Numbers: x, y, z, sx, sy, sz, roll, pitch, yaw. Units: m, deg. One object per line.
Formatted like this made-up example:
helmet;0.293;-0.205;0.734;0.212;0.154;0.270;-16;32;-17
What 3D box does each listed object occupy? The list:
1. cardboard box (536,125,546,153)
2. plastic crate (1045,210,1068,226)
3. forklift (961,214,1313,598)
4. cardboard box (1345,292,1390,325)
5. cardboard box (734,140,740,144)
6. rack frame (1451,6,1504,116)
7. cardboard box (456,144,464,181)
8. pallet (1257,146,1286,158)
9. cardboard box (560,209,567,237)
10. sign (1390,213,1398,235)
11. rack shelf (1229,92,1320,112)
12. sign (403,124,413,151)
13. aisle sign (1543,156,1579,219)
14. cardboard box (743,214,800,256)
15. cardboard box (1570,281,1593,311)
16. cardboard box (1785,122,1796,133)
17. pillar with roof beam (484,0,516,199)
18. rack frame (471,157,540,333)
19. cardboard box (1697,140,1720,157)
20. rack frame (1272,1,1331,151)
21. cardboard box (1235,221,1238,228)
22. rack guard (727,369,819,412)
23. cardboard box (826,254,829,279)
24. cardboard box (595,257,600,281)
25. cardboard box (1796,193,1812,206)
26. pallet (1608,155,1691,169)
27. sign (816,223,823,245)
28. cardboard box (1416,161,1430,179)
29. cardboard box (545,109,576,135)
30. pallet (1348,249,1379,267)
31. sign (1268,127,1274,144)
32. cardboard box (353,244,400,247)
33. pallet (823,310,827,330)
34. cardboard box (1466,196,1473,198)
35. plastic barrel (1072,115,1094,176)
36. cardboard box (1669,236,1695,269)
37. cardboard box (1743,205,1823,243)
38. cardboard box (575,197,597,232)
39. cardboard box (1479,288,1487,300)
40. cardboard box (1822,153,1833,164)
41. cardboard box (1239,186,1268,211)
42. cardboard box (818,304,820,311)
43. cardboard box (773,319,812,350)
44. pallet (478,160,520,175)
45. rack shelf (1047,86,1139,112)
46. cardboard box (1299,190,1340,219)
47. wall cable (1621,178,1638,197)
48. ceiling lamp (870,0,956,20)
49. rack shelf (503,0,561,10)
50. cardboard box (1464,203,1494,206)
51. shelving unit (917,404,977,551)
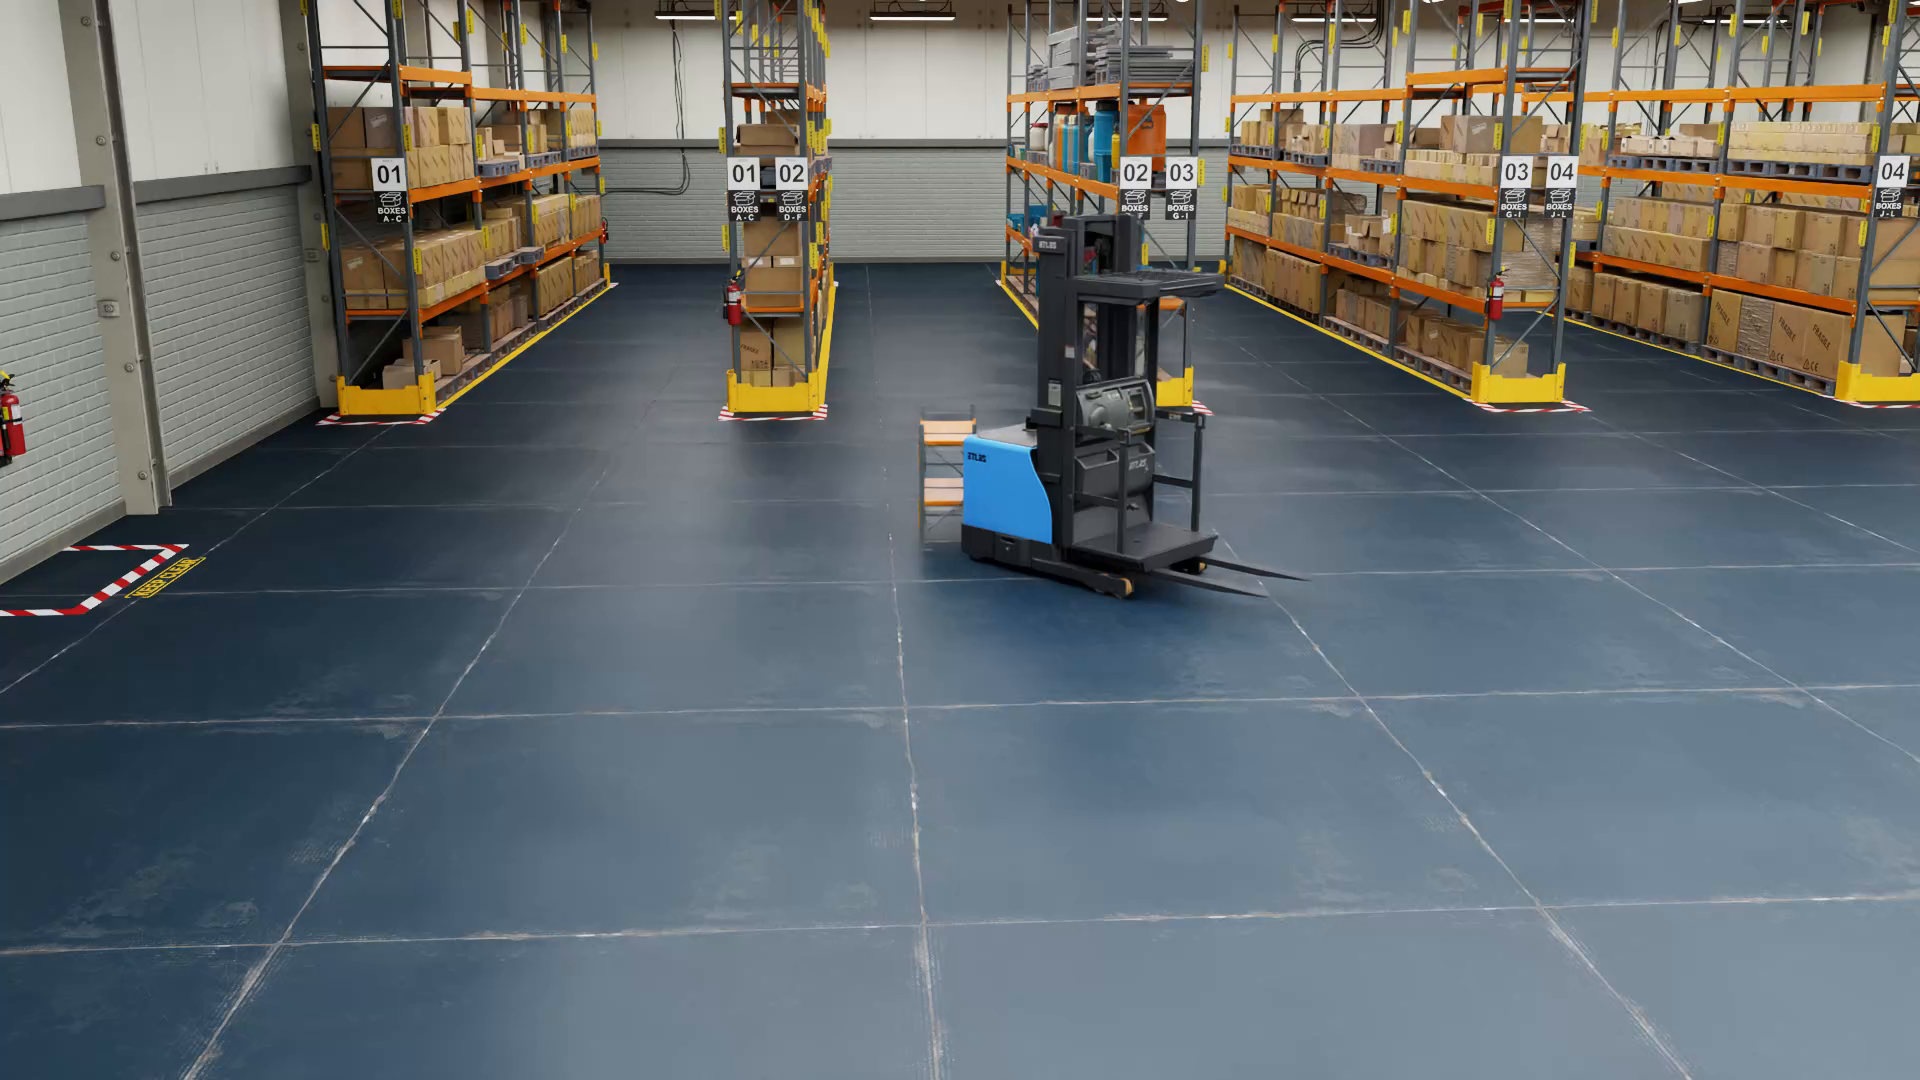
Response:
cardboard box;-8.063;-7.420;30.744;0.700;0.500;0.500;-1;14;-4
plastic crate;1.976;-6.503;34.033;0.402;0.464;0.583;-1;14;-3
forklift;1.426;-1.101;13.425;3.031;2.935;1.130;13;20;42
cardboard box;7.080;-3.997;28.676;0.700;0.500;0.500;-2;15;-8
cardboard box;-2.789;-5.259;22.480;0.500;0.311;0.500;1;14;3
rack frame;11.433;-10.245;36.787;1.000;3.000;0.127;-1;14;-3
cardboard box;-7.315;-5.338;23.492;0.500;0.500;0.500;-2;15;-8
pallet;6.684;-7.907;33.897;1.003;0.211;1.213;-1;14;-3
cardboard box;-7.786;-6.029;31.601;0.500;0.500;0.500;-1;14;-3
sign;6.666;-4.855;25.554;0.100;0.325;0.005;-1;14;-3
rack shelf;6.600;-9.154;34.793;1.077;0.370;4.000;-1;14;-3
sign;-6.822;-4.964;20.527;0.100;0.325;0.005;-1;14;-3
aisle sign;7.771;-4.558;21.503;0.394;0.787;0.004;-1;14;-3
cardboard box;-2.439;-3.963;21.607;0.700;0.500;0.500;-1;14;-3
cardboard box;11.627;-4.503;30.681;0.500;0.500;0.500;-1;14;-4
cardboard box;11.954;-5.850;23.586;0.380;0.149;0.250;-1;14;-4
pillar with roof beam;-4.717;-9.197;32.712;9.100;9.000;0.400;-1;14;-3
rack frame;-7.860;-5.070;28.710;1.000;3.000;0.127;-1;14;-3
cardboard box;11.973;-6.161;26.188;0.500;0.250;0.500;-1;14;-3
rack frame;6.724;-9.199;32.720;1.000;3.000;0.127;-1;14;-3
cardboard box;6.220;-6.881;36.255;0.380;0.149;0.250;-1;14;-4
rack guard;-2.418;-1.941;21.566;1.175;0.500;0.348;-1;14;-3
cardboard box;-3.132;-6.008;36.489;0.500;0.500;0.500;-1;14;-3
cardboard box;-8.212;-5.879;36.031;0.700;0.500;0.500;-1;14;-3
cardboard box;16.481;-6.486;32.008;0.500;0.500;0.500;-1;14;-4
pallet;12.021;-6.552;28.832;1.213;0.211;1.003;0;14;-1
sign;-2.114;-4.619;25.061;0.100;0.325;0.005;-1;14;-3
cardboard box;7.030;-5.437;24.418;0.500;0.250;0.500;-1;14;-4
cardboard box;-7.872;-8.241;32.769;0.500;0.500;0.500;-1;14;-4
pallet;7.135;-4.714;27.714;1.003;0.211;1.213;-1;14;-3
sign;6.170;-8.026;32.985;0.100;0.325;0.005;-1;14;-3
cardboard box;-7.627;-3.619;21.830;0.500;0.500;0.500;-1;14;-3
pallet;-2.924;-3.983;30.082;1.003;0.211;1.213;-1;14;-3
cardboard box;11.243;-7.646;35.919;0.500;0.500;0.500;-1;14;-5
plastic barrel;2.028;-6.046;25.480;0.600;0.901;0.708;-1;14;-3
cardboard box;11.846;-4.655;26.899;0.500;0.500;0.500;-1;14;-4
cardboard box;12.315;-4.724;24.898;0.875;0.550;0.550;-1;14;-3
cardboard box;-8.257;-6.897;35.210;0.980;0.700;0.700;-1;14;-4
cardboard box;7.229;-3.318;22.405;0.380;0.149;0.250;-1;14;-3
cardboard box;12.019;-5.210;22.699;0.380;0.149;0.250;-1;14;-3
cardboard box;6.306;-7.346;35.758;0.500;0.500;0.500;-1;14;-5
cardboard box;-2.504;-3.655;26.763;0.500;0.311;0.500;-1;14;-5
cardboard box;-2.308;-2.778;22.972;0.500;0.500;0.500;-1;14;-3
pallet;-7.611;-5.850;26.098;1.213;0.211;1.003;-1;14;-3
rack shelf;2.152;-7.088;26.763;1.077;0.370;4.000;-1;14;-3
cardboard box;6.857;-6.344;31.450;0.797;0.503;0.637;0;14;-2
wall cable;17.409;-9.360;43.348;0.588;1.984;0.122;-1;14;-3
ceiling lamp;-1.080;-13.574;38.009;2.000;3.185;0.800;-1;14;-3
rack shelf;-7.983;-9.733;29.571;1.077;0.370;4.000;-1;14;-3
cardboard box;7.585;-4.624;24.176;0.500;0.500;0.500;-1;14;-3
shelving unit;-0.109;-0.582;15.030;0.538;1.125;1.048;0;14;0
